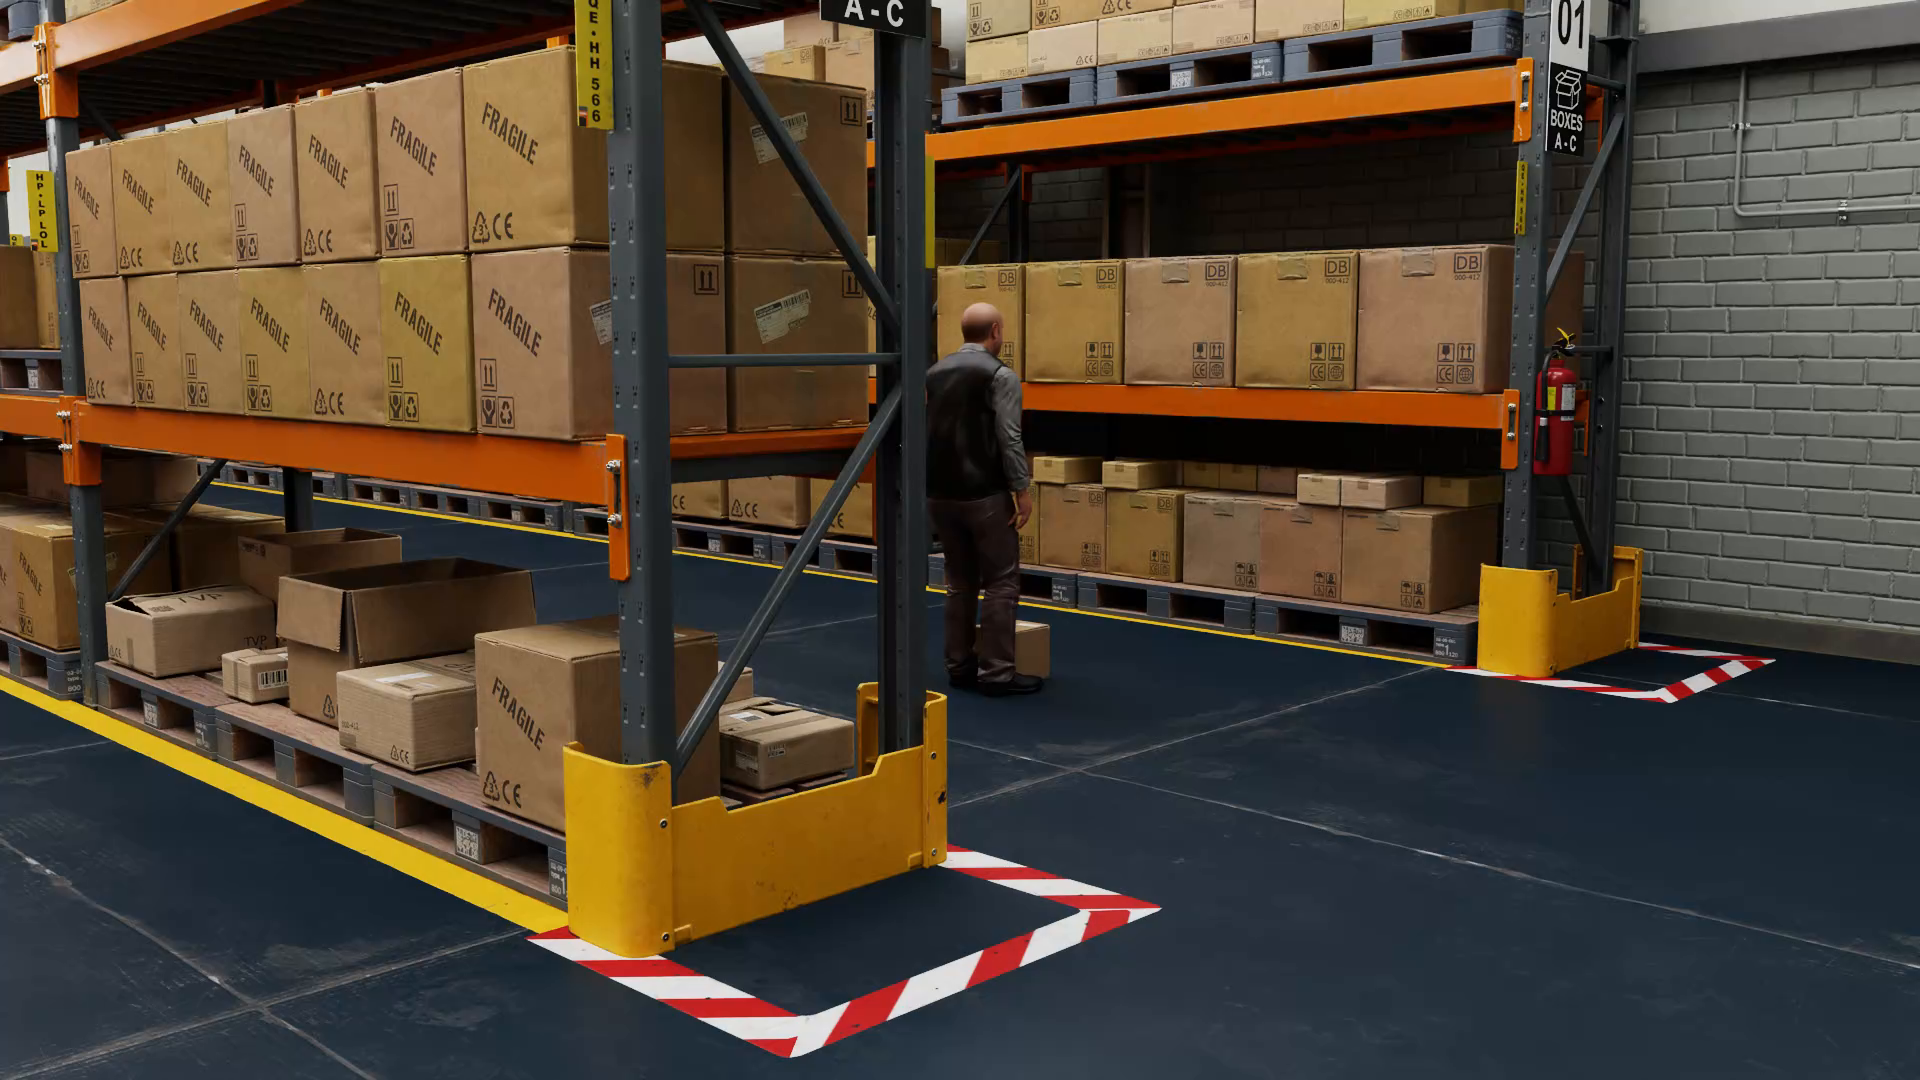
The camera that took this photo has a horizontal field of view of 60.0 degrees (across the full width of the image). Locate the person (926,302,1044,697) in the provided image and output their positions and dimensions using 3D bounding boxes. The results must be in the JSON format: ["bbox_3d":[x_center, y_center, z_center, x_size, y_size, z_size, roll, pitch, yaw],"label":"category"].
[{"bbox_3d":[0.071,-0.190,7.401,0.582,1.721,0.461,7,10,43],"label":"person"}]
